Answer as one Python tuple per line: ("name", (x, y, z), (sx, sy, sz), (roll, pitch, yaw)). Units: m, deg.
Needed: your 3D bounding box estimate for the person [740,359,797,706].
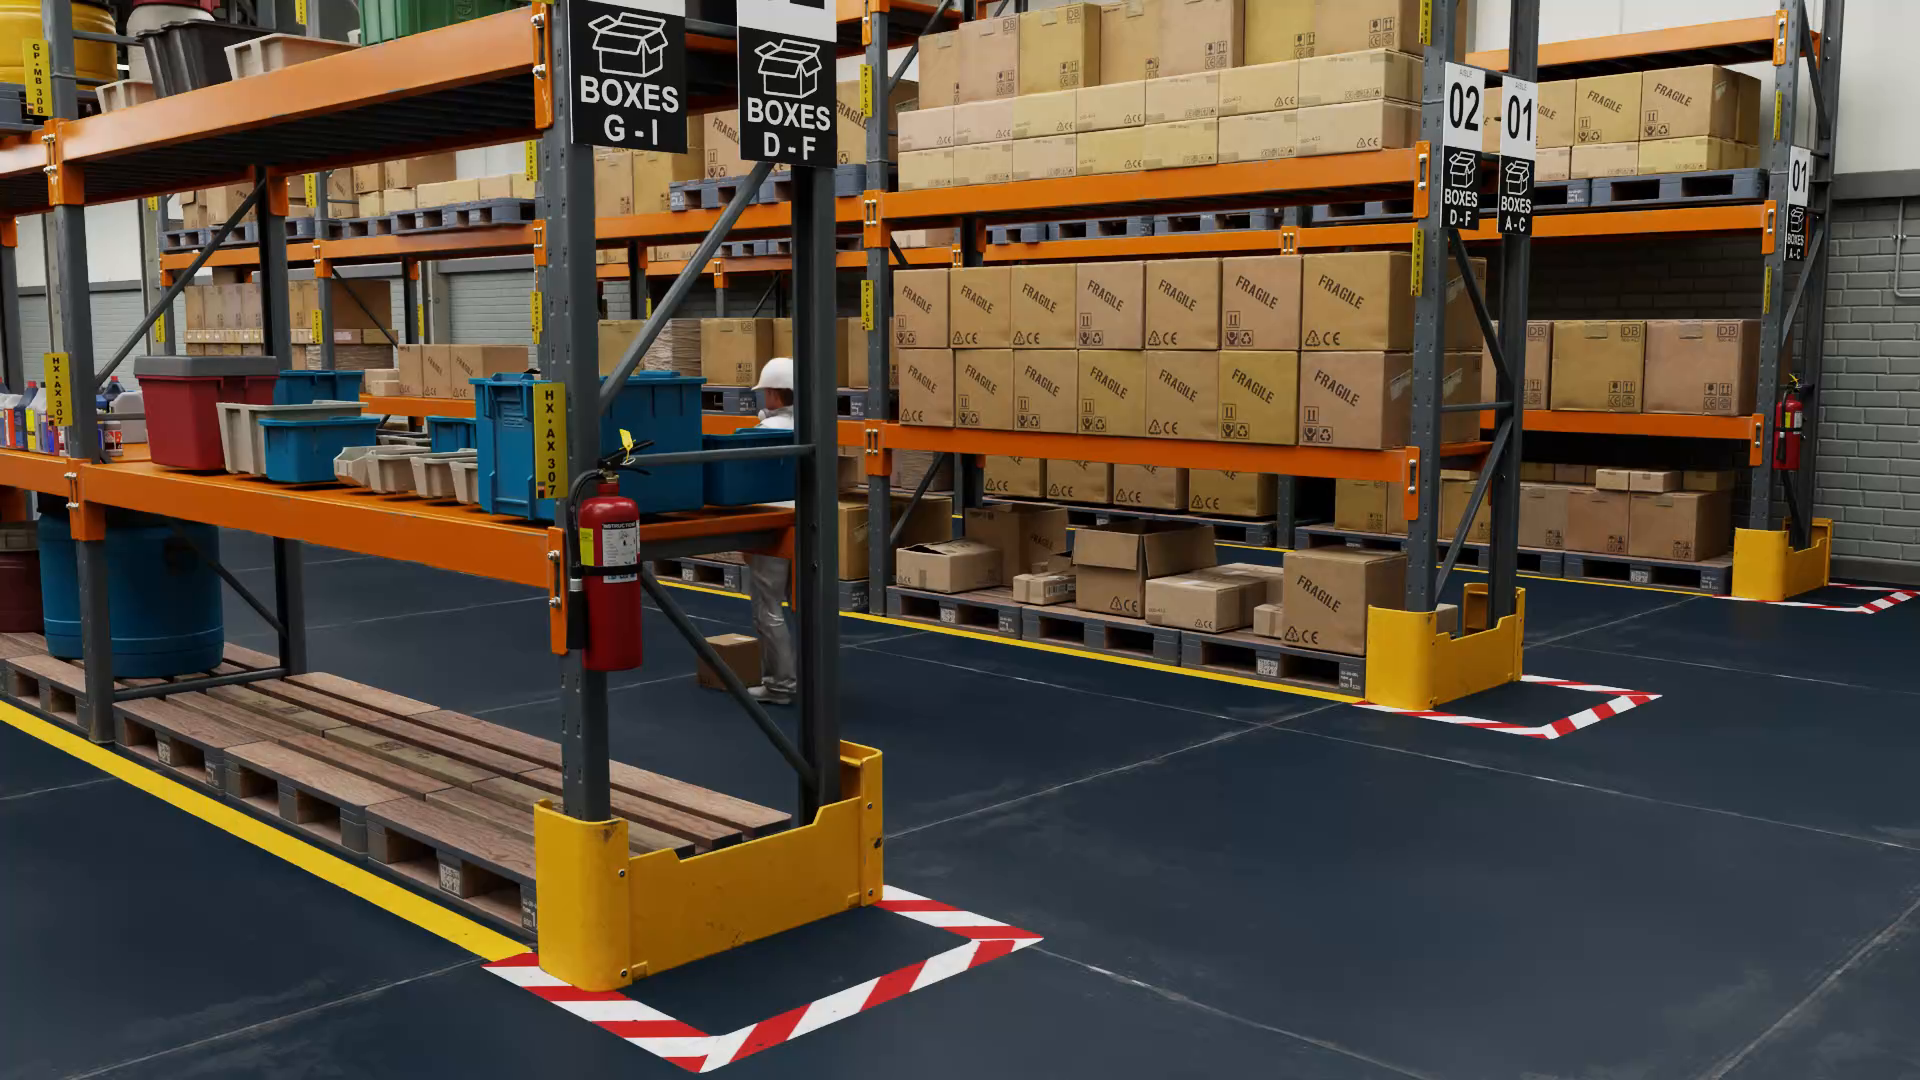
("person", (-0.912, -0.045, 8.568), (0.533, 1.764, 0.358), (-7, 10, -44))
